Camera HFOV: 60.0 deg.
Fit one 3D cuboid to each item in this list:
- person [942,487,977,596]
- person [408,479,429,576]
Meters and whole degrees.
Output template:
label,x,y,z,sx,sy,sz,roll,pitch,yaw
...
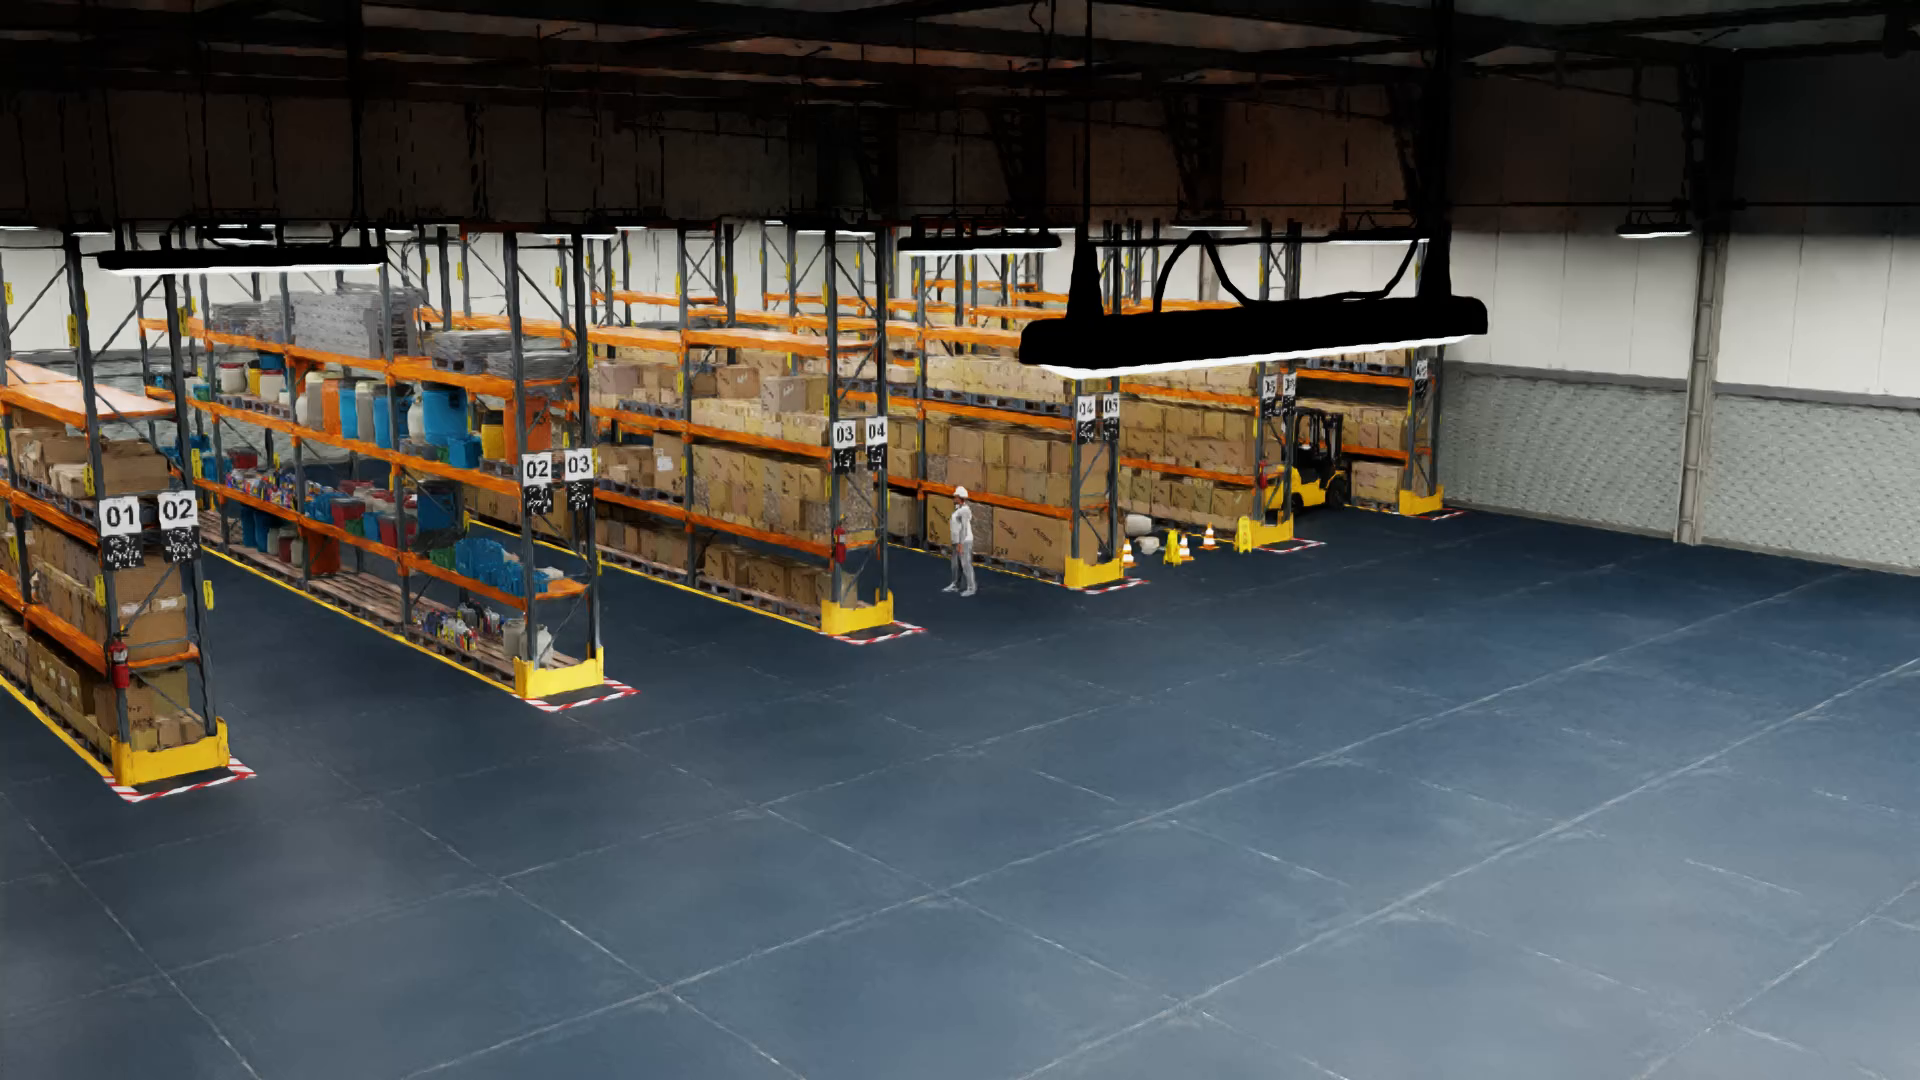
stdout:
label,x,y,z,sx,sy,sz,roll,pitch,yaw
person,-0.013,0.007,27.313,0.555,1.769,0.615,-2,12,-11
person,-9.264,-0.220,28.668,0.719,1.713,0.572,-11,16,-43
